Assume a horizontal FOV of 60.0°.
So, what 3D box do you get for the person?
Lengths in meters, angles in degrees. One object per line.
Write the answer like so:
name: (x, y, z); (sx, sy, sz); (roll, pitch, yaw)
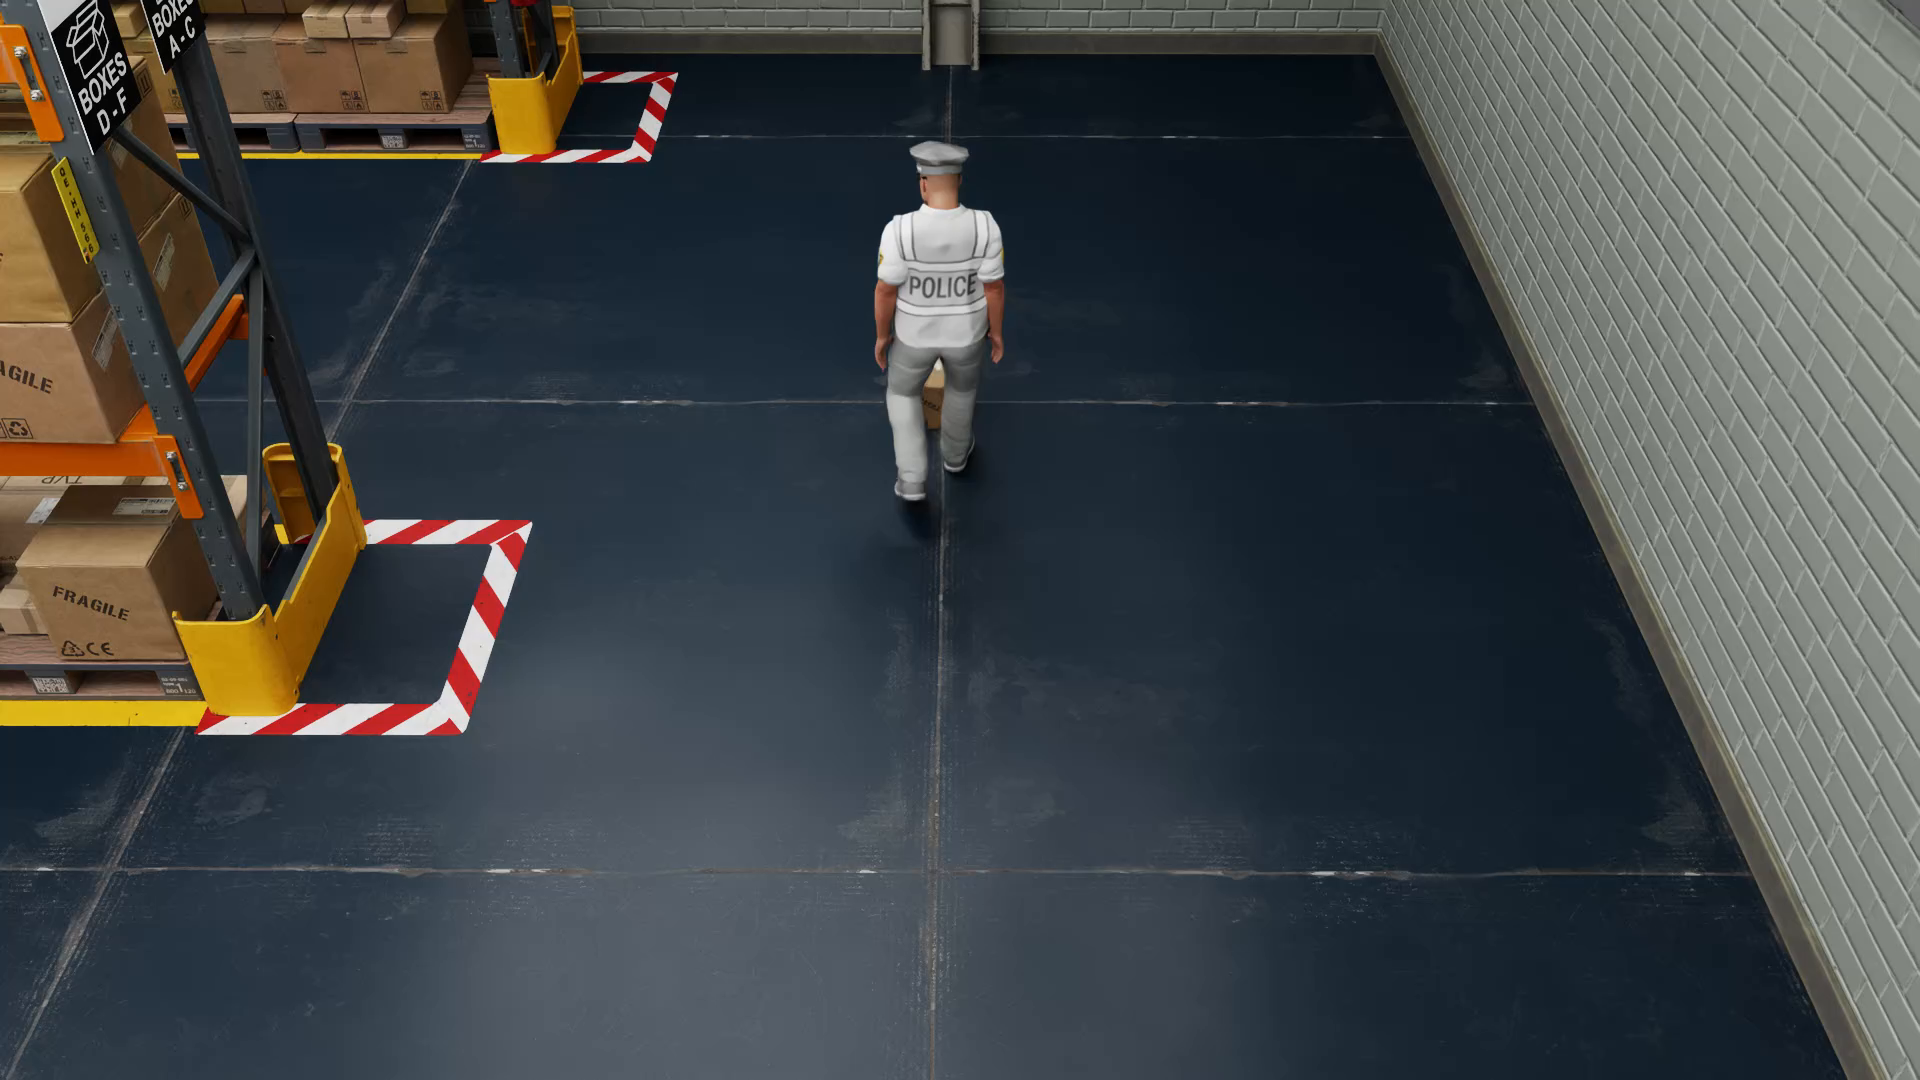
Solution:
person: (-0.094, -0.945, 7.292); (0.569, 1.715, 0.747); (-3, 39, -4)
